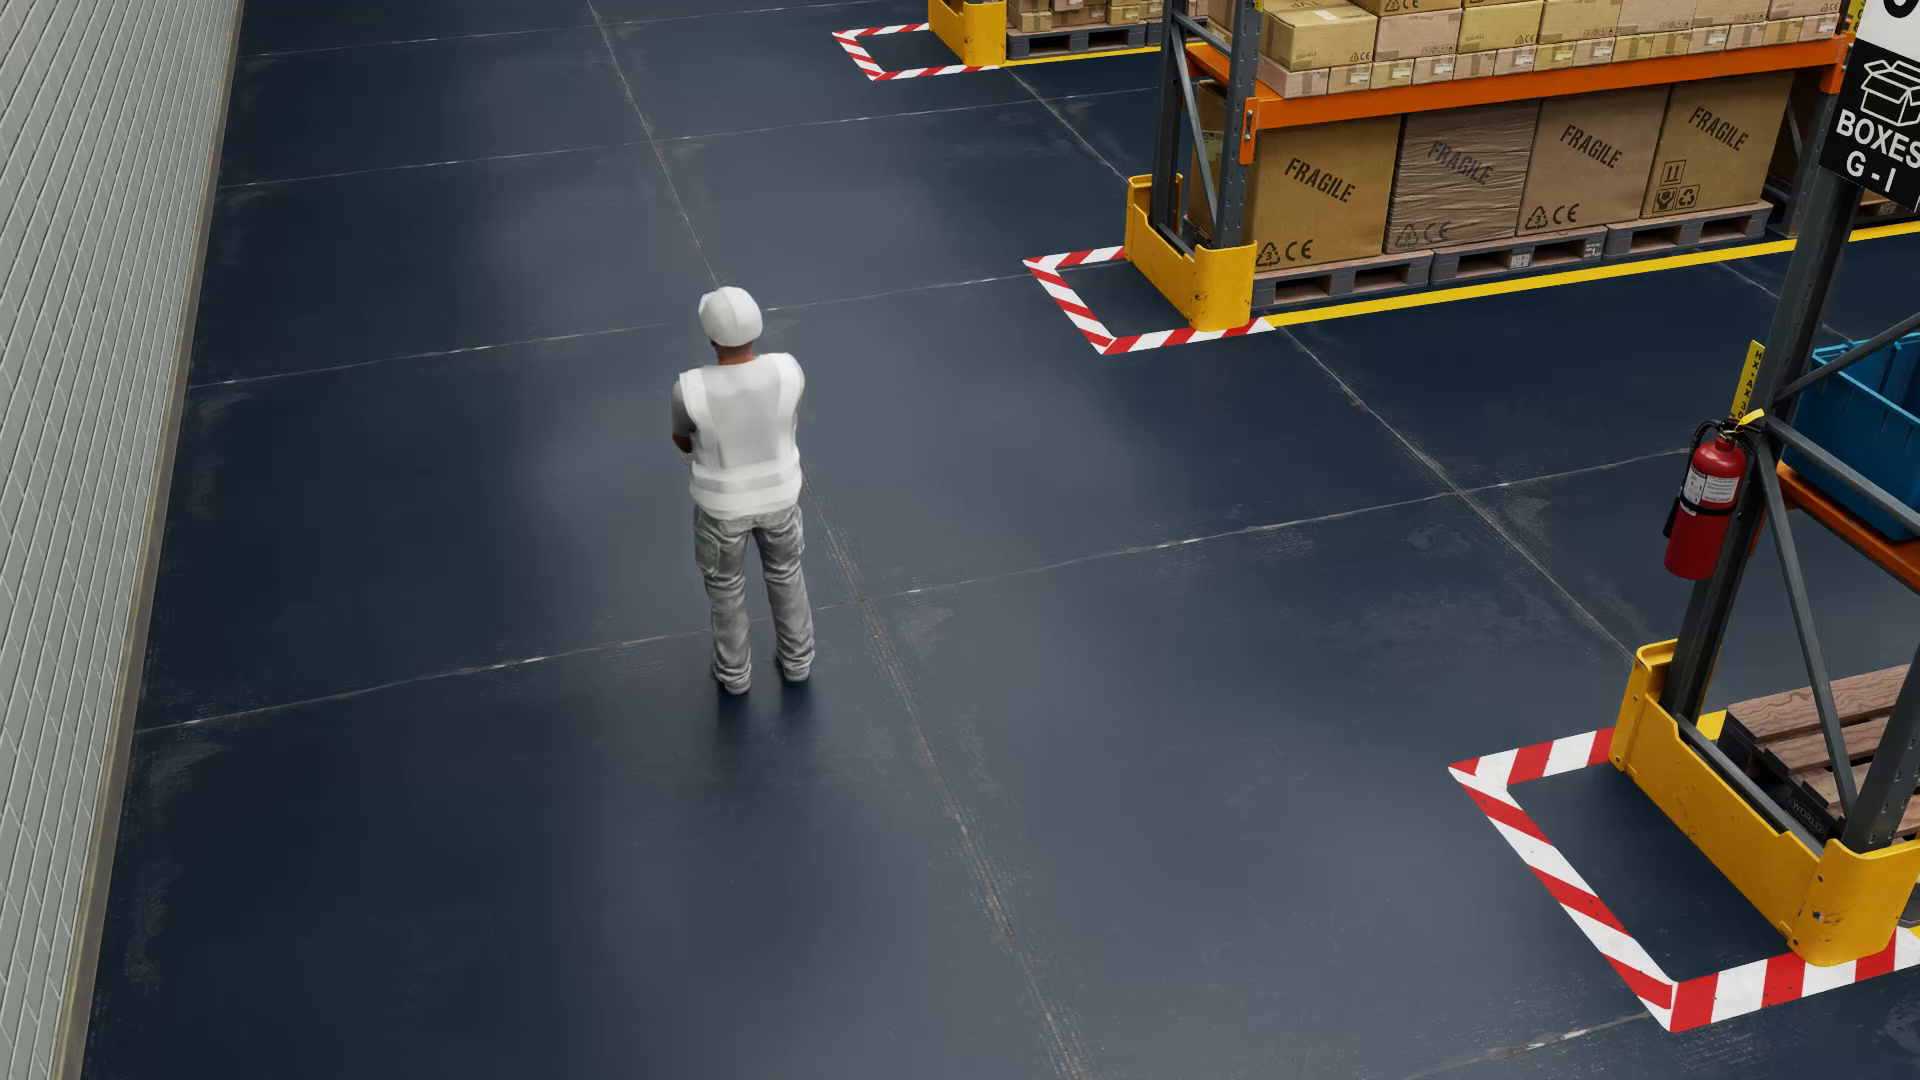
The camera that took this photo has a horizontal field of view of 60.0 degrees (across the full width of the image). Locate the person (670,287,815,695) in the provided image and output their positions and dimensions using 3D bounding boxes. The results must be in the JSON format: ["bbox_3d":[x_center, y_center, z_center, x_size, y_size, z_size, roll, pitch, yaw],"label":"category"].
[{"bbox_3d":[-0.864,-0.221,6.456,0.497,1.784,0.572,-13,36,-18],"label":"person"}]
